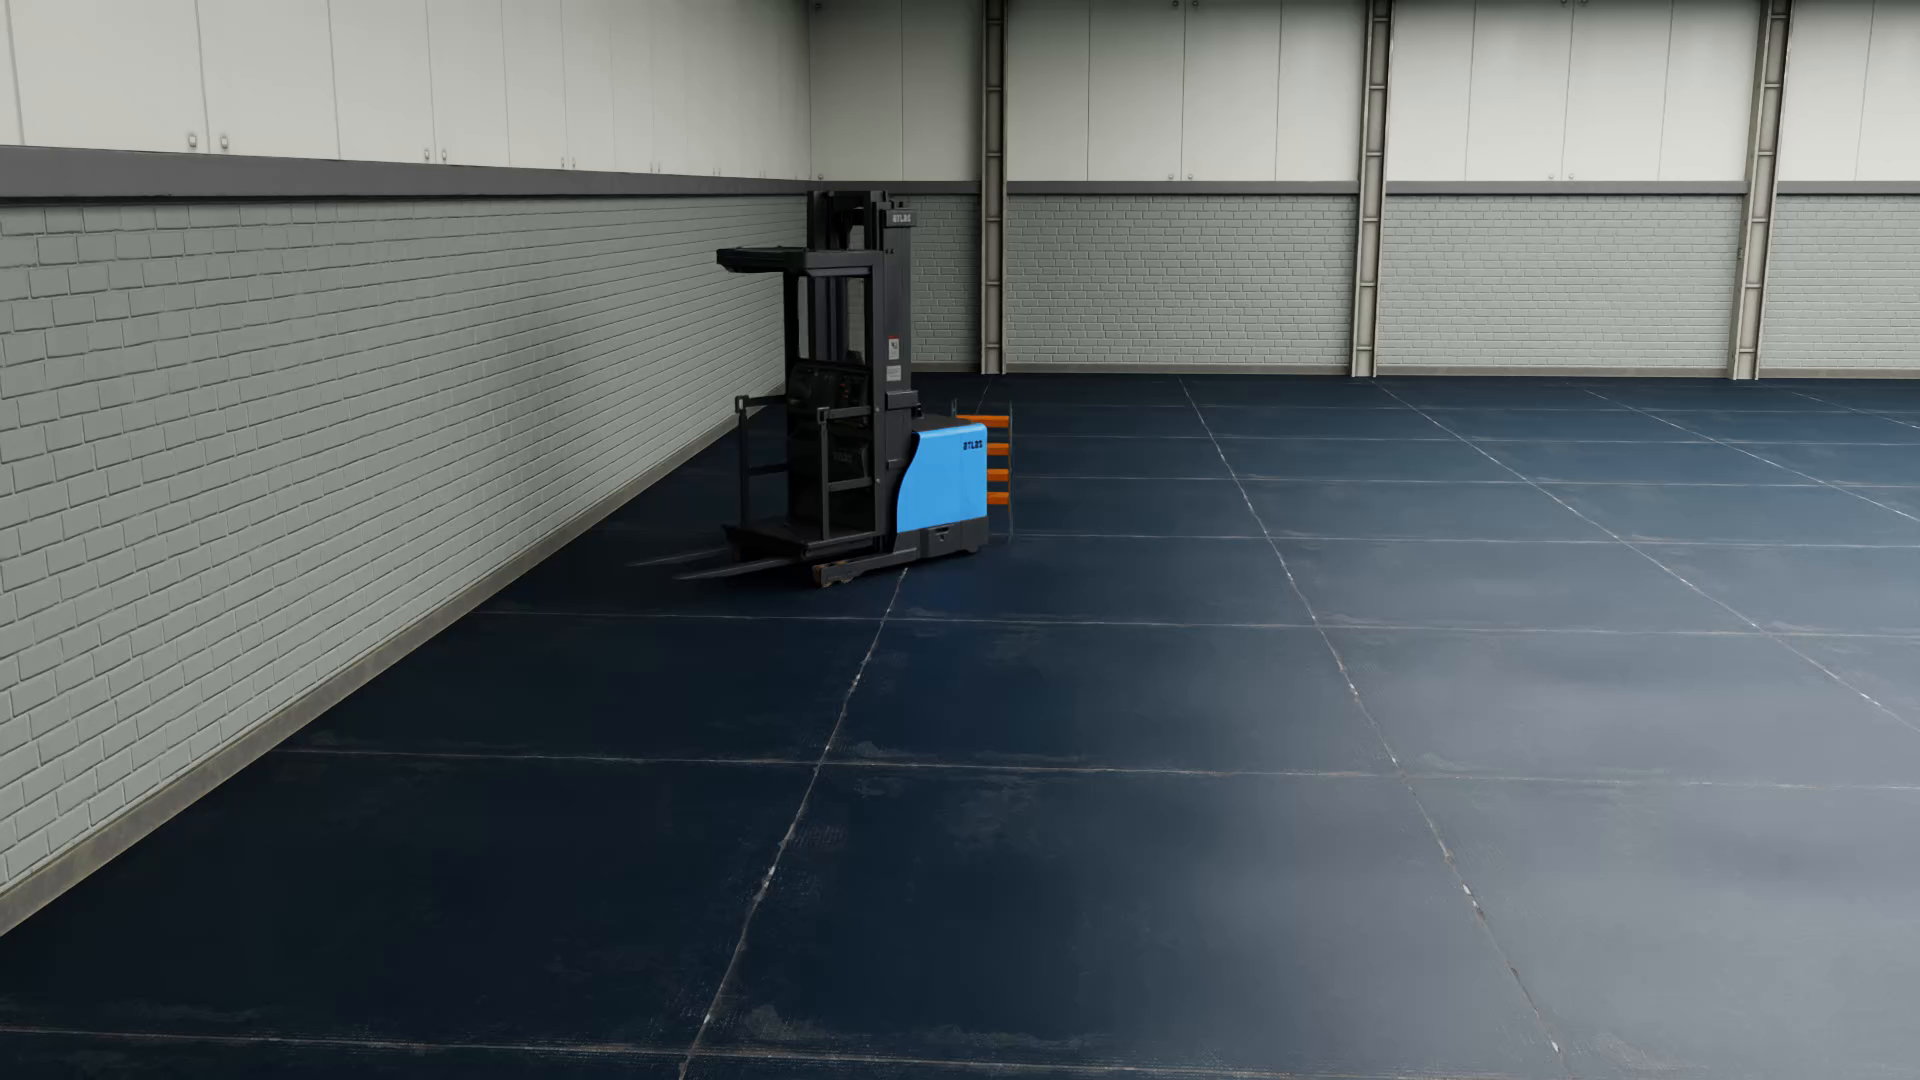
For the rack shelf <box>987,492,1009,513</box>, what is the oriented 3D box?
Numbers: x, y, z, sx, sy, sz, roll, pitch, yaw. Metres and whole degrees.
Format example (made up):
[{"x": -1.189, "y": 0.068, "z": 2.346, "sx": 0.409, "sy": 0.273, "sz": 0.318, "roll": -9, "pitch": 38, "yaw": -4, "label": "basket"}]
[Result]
[{"x": 0.188, "y": -0.328, "z": 14.206, "sx": 0.480, "sy": 0.148, "sz": 0.258, "roll": 1, "pitch": 12, "yaw": 6, "label": "rack shelf"}]

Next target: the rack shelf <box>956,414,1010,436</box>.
[{"x": 0.188, "y": -0.973, "z": 14.071, "sx": 0.480, "sy": 0.148, "sz": 0.258, "roll": 1, "pitch": 12, "yaw": 6, "label": "rack shelf"}]

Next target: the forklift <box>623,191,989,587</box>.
[{"x": -1.174, "y": -1.198, "z": 12.837, "sx": 3.031, "sy": 2.935, "sz": 1.130, "roll": -11, "pitch": 16, "yaw": -43, "label": "forklift"}]

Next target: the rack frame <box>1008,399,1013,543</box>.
[{"x": 0.431, "y": -0.583, "z": 14.127, "sx": 0.015, "sy": 1.200, "sz": 0.240, "roll": 1, "pitch": 12, "yaw": 6, "label": "rack frame"}]

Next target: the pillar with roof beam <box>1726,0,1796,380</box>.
[{"x": 12.239, "y": -6.113, "z": 21.516, "sx": 0.400, "sy": 9.000, "sz": 9.100, "roll": 1, "pitch": 12, "yaw": 4, "label": "pillar with roof beam"}]

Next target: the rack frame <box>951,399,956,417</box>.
[{"x": -0.054, "y": -0.594, "z": 14.177, "sx": 0.015, "sy": 1.200, "sz": 0.240, "roll": 1, "pitch": 12, "yaw": 6, "label": "rack frame"}]

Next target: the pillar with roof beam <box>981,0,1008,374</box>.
[{"x": 0.266, "y": -6.278, "z": 22.301, "sx": 0.400, "sy": 9.000, "sz": 9.100, "roll": 1, "pitch": 12, "yaw": 4, "label": "pillar with roof beam"}]

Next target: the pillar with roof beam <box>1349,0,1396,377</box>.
[{"x": 6.252, "y": -6.196, "z": 21.908, "sx": 0.400, "sy": 9.000, "sz": 9.100, "roll": 1, "pitch": 12, "yaw": 4, "label": "pillar with roof beam"}]

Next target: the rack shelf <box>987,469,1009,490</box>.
[{"x": 0.188, "y": -0.523, "z": 14.166, "sx": 0.480, "sy": 0.148, "sz": 0.258, "roll": 1, "pitch": 12, "yaw": 6, "label": "rack shelf"}]

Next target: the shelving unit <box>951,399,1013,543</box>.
[{"x": 0.188, "y": -0.589, "z": 14.152, "sx": 0.503, "sy": 1.200, "sz": 0.258, "roll": 1, "pitch": 12, "yaw": 6, "label": "shelving unit"}]

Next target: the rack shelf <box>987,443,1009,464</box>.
[{"x": 0.188, "y": -0.742, "z": 14.120, "sx": 0.480, "sy": 0.148, "sz": 0.258, "roll": 1, "pitch": 12, "yaw": 6, "label": "rack shelf"}]
